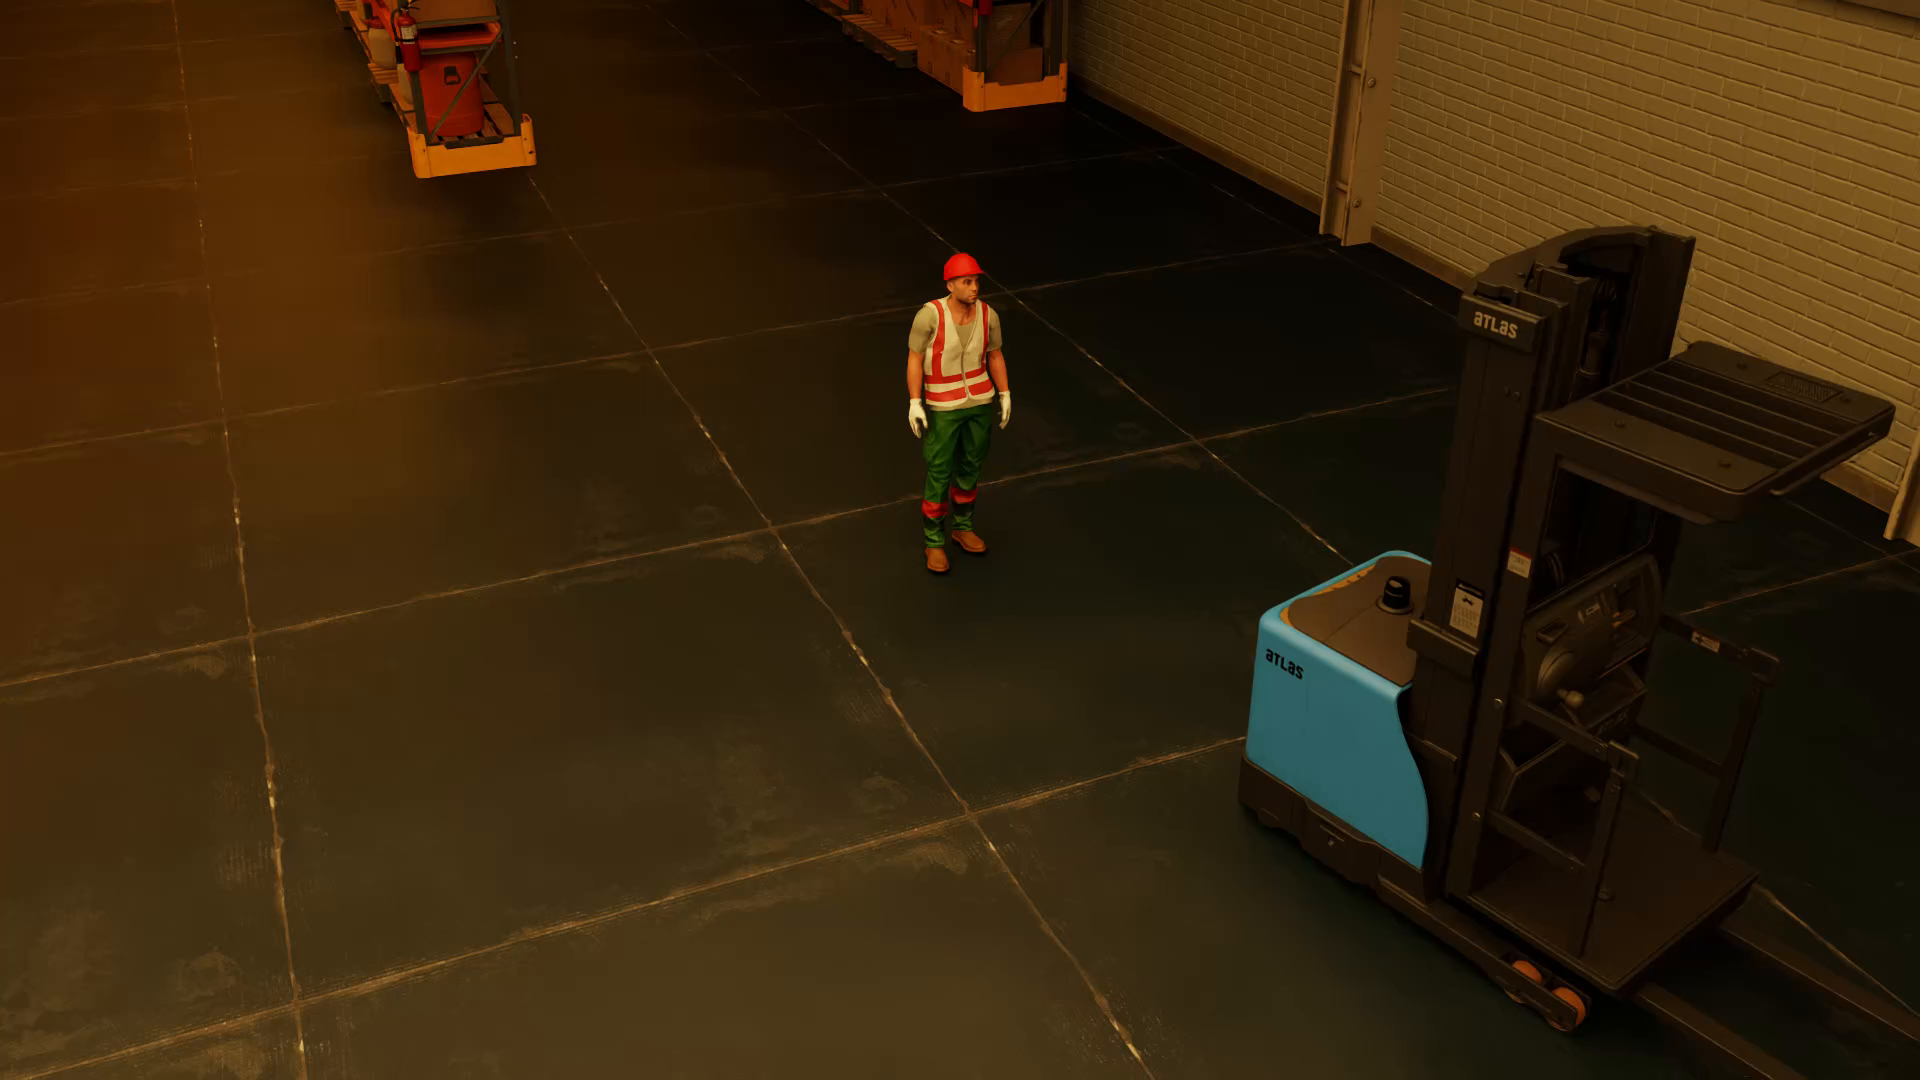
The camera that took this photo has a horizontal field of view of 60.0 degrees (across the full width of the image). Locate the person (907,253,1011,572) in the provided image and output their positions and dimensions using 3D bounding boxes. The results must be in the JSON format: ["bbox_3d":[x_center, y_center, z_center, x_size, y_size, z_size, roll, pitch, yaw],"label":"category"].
[{"bbox_3d":[0.020,-0.744,9.557,0.637,1.787,0.564,-12,32,-20],"label":"person"}]

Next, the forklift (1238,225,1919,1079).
[{"bbox_3d":[2.623,0.405,6.412,1.130,2.935,3.031,-22,36,-33],"label":"forklift"}]
